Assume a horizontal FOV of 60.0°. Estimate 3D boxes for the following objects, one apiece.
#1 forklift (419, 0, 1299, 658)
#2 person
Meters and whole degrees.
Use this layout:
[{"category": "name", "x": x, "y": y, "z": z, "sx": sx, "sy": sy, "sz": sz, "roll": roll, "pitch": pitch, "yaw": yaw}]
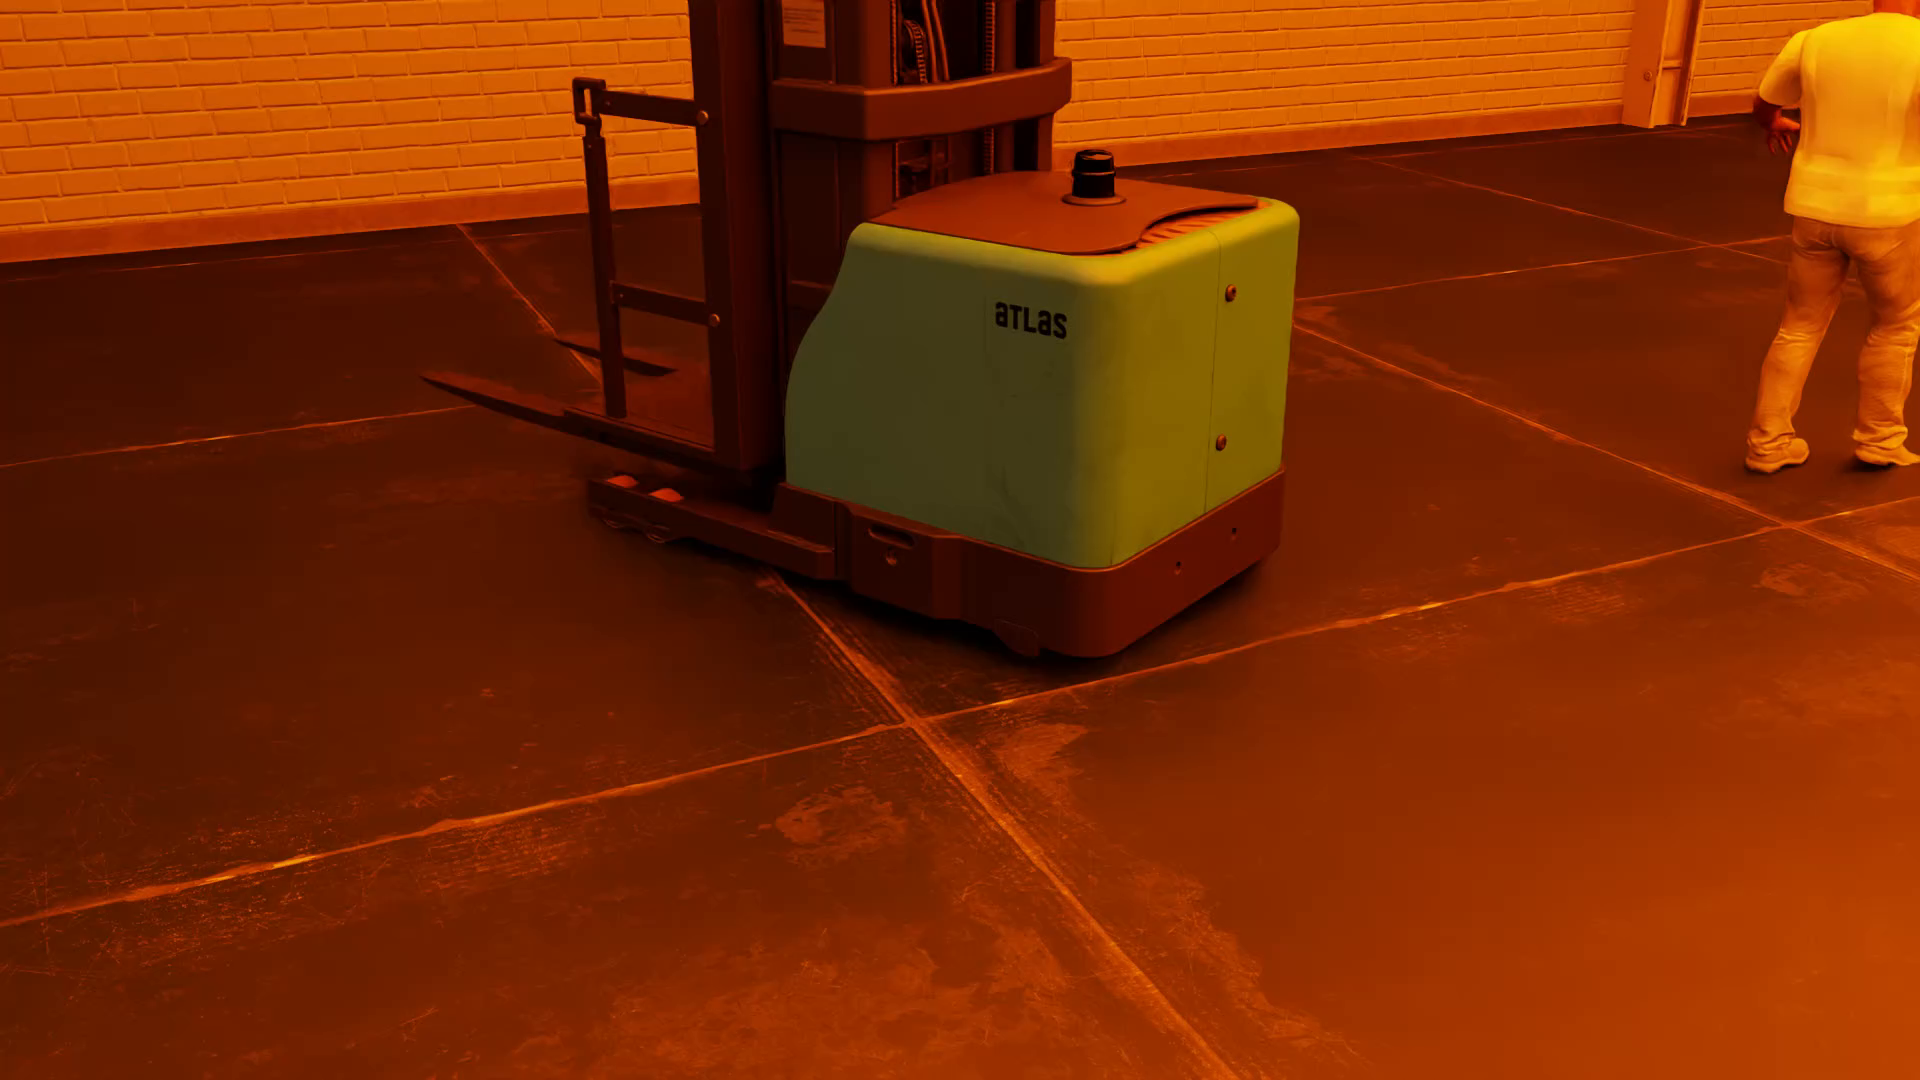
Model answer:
[{"category": "forklift", "x": -0.536, "y": -1.486, "z": 4.864, "sx": 3.031, "sy": 2.935, "sz": 1.130, "roll": 16, "pitch": 28, "yaw": 34}, {"category": "person", "x": 3.007, "y": -1.057, "z": 5.437, "sx": 0.656, "sy": 1.780, "sz": 1.048, "roll": -15, "pitch": 27, "yaw": -32}]
